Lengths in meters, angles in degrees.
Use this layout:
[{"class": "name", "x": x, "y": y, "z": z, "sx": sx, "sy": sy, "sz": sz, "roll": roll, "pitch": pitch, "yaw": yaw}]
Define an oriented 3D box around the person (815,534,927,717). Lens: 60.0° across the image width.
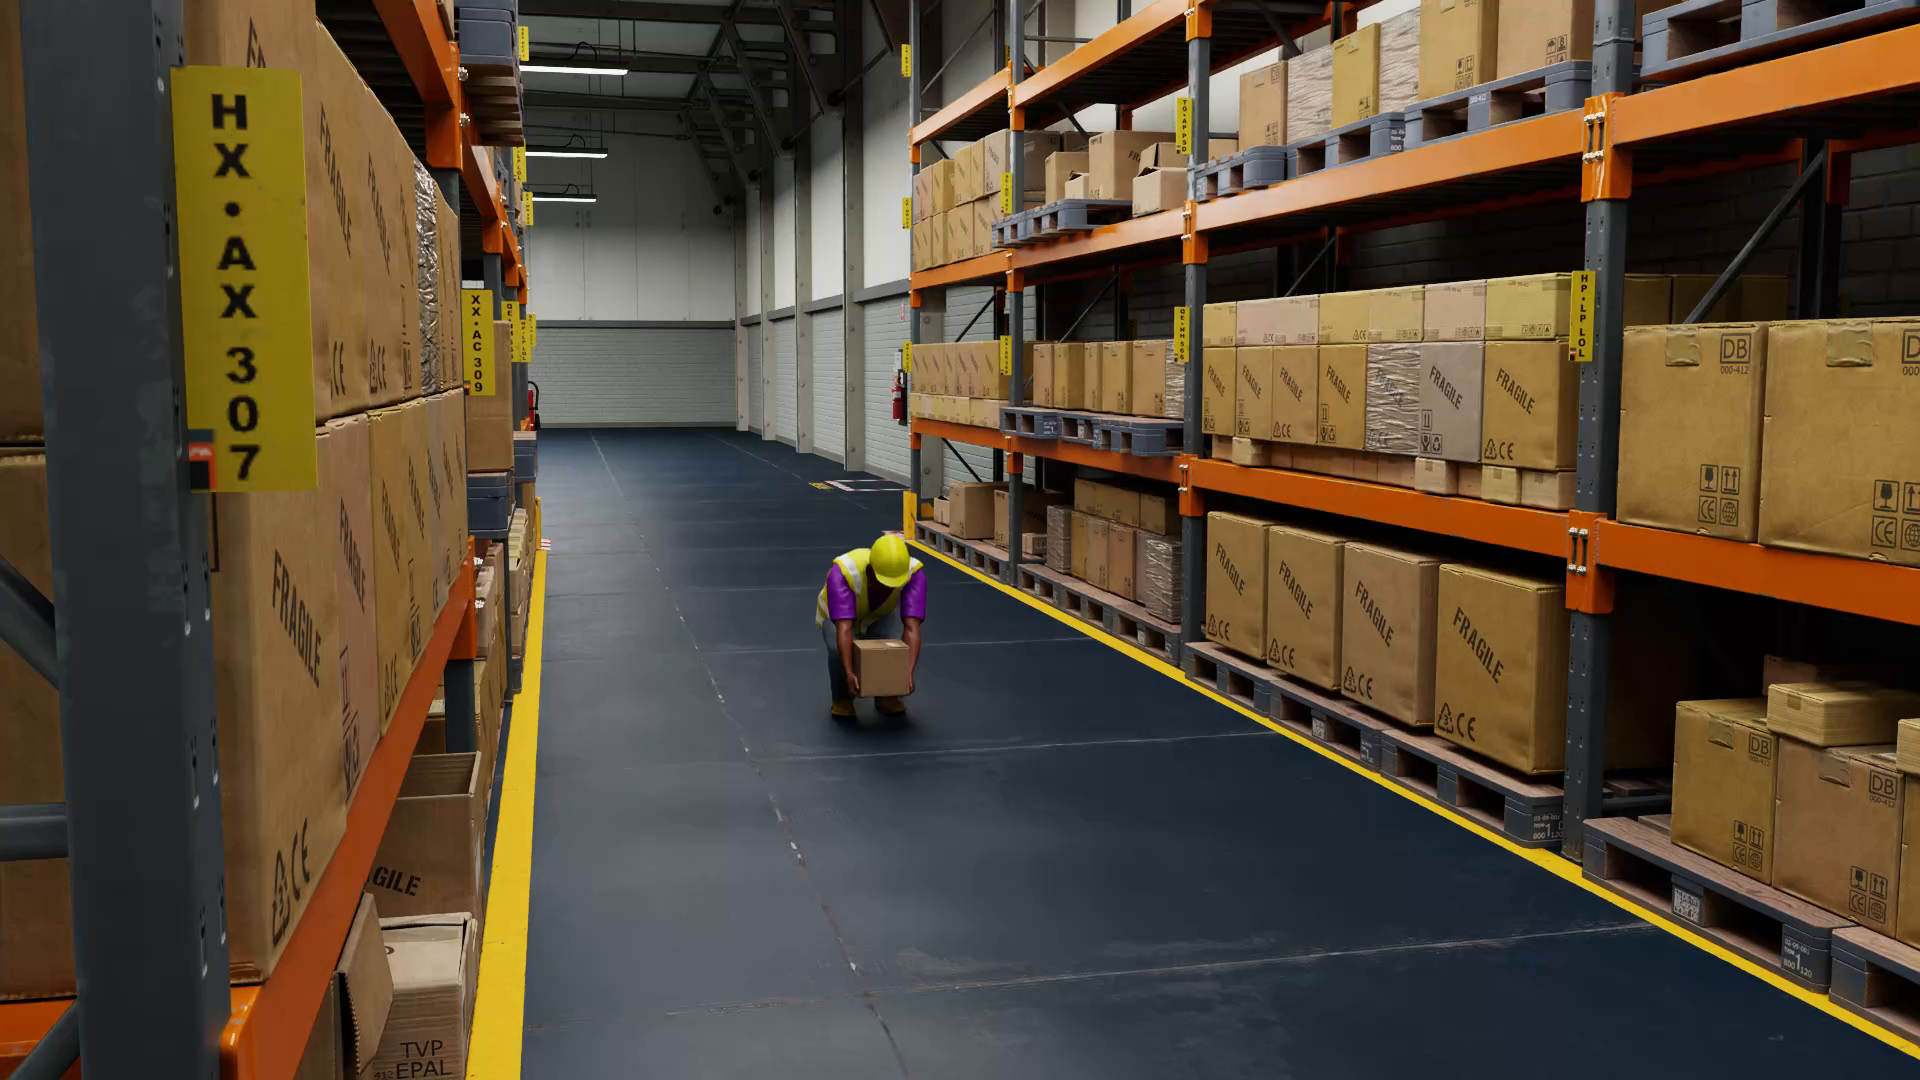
[{"class": "person", "x": -0.457, "y": 0.442, "z": 8.802, "sx": 0.540, "sy": 1.011, "sz": 0.904, "roll": -2, "pitch": 6, "yaw": -15}]
